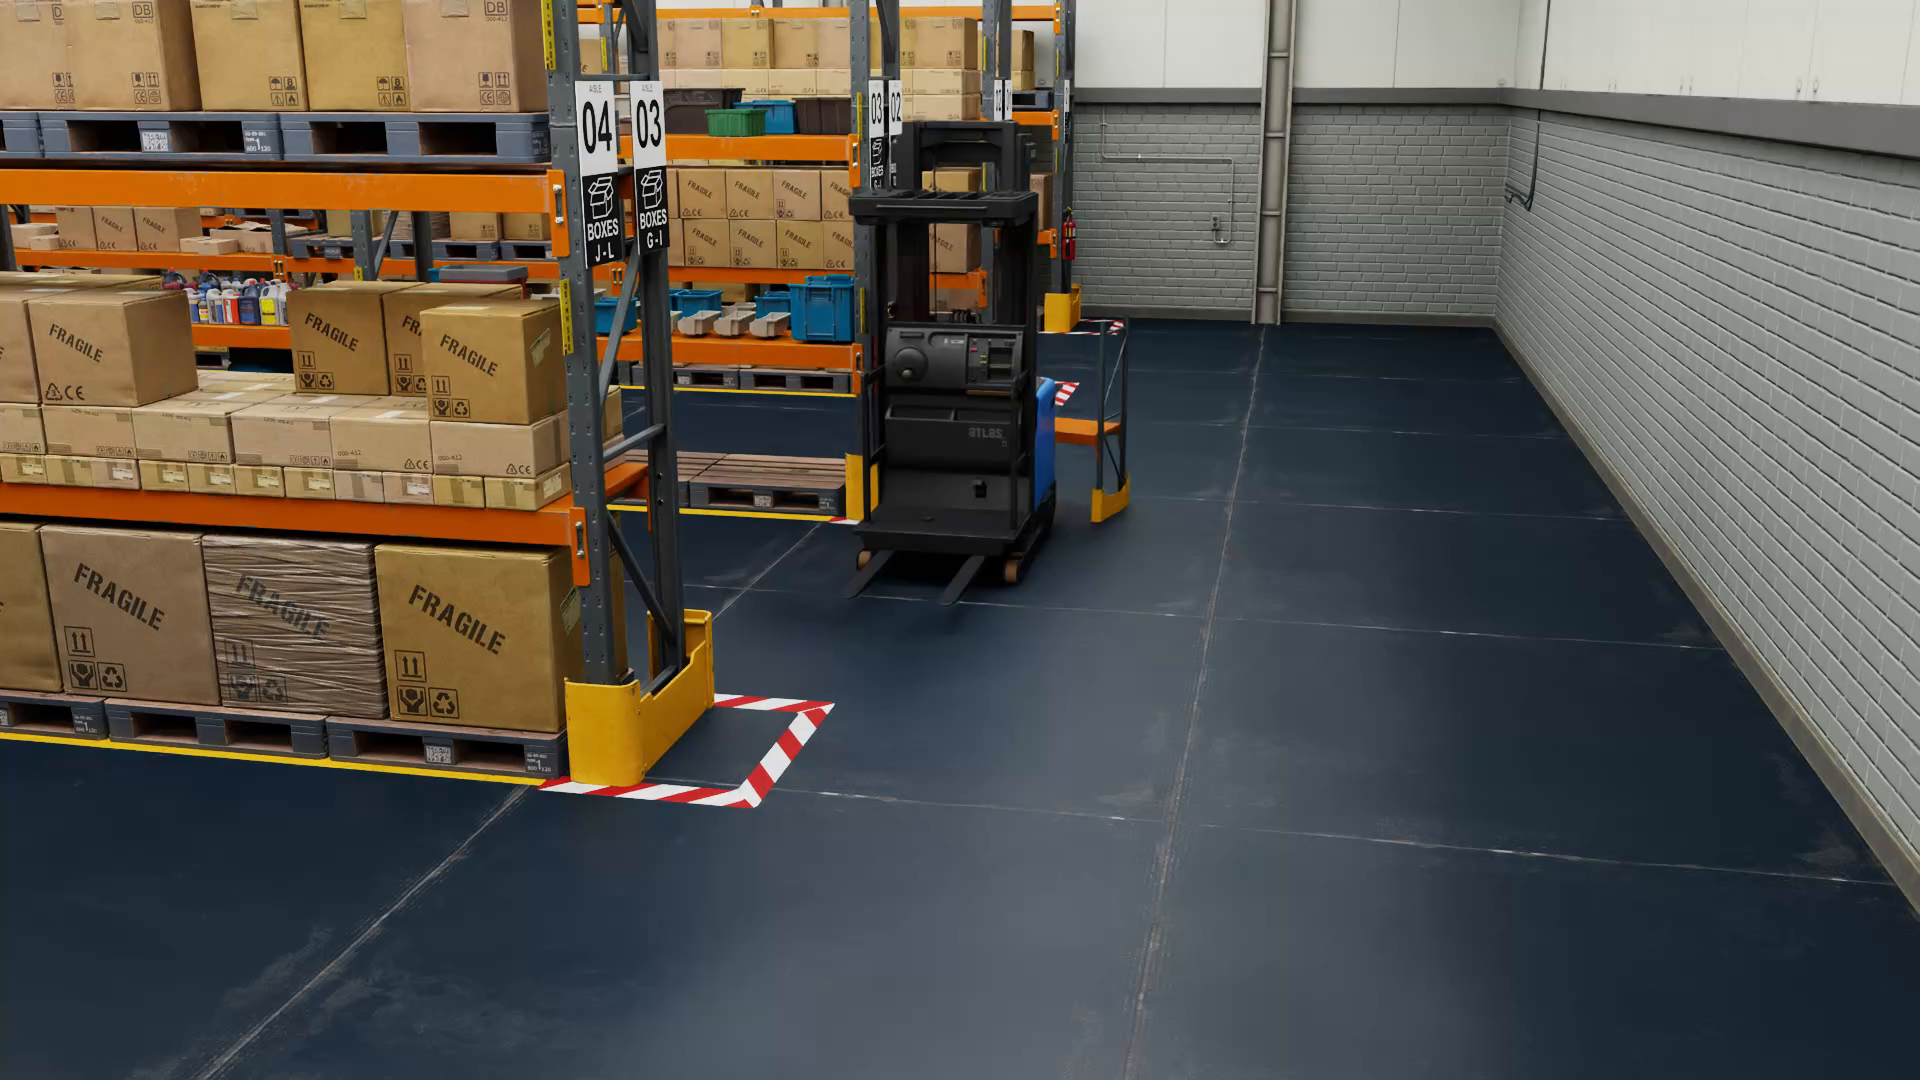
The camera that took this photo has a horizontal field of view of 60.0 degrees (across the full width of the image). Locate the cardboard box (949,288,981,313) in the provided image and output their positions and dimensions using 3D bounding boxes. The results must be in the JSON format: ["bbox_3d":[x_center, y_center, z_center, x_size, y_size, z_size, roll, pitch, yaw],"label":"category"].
[{"bbox_3d":[0.164,-3.368,22.429,0.500,0.500,0.700,3,16,11],"label":"cardboard box"}]

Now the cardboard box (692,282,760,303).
[{"bbox_3d":[-3.222,-3.713,23.016,0.750,0.750,0.750,3,16,12],"label":"cardboard box"}]

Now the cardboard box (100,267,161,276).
[{"bbox_3d":[-12.391,-4.049,24.848,0.500,0.500,0.700,2,16,8],"label":"cardboard box"}]

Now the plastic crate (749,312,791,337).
[{"bbox_3d":[-1.449,-1.639,12.672,0.243,0.136,0.396,3,16,11],"label":"plastic crate"}]

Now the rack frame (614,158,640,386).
[{"bbox_3d":[-3.543,-3.250,18.105,0.127,3.000,1.000,3,16,11],"label":"rack frame"}]

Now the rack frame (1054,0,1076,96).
[{"bbox_3d":[1.360,-7.224,21.214,0.127,3.000,1.000,3,16,11],"label":"rack frame"}]

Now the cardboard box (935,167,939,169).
[{"bbox_3d":[-0.519,-3.685,17.617,0.500,0.500,0.500,3,16,12],"label":"cardboard box"}]

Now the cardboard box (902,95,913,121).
[{"bbox_3d":[-0.667,-4.398,16.912,0.500,0.250,0.500,3,16,11],"label":"cardboard box"}]

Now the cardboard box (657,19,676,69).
[{"bbox_3d":[-3.059,-5.209,17.500,0.500,0.500,0.700,3,16,11],"label":"cardboard box"}]

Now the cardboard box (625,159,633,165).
[{"bbox_3d":[-4.567,-5.150,22.778,0.500,0.250,0.500,3,16,10],"label":"cardboard box"}]

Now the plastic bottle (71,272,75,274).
[{"bbox_3d":[-7.746,-2.188,14.492,0.133,0.283,0.061,3,16,11],"label":"plastic bottle"}]

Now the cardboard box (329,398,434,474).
[{"bbox_3d":[-2.626,-0.500,7.903,0.500,0.250,0.500,3,16,10],"label":"cardboard box"}]

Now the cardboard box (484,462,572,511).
[{"bbox_3d":[-2.015,-0.257,7.773,0.250,0.149,0.380,3,16,12],"label":"cardboard box"}]

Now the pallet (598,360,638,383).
[{"bbox_3d":[-4.347,-1.939,18.597,1.213,0.211,1.003,3,16,11],"label":"pallet"}]

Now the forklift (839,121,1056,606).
[{"bbox_3d":[-0.082,-1.229,10.940,1.130,2.935,3.031,3,16,11],"label":"forklift"}]

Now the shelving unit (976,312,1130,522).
[{"bbox_3d":[0.709,-0.990,12.757,1.083,1.500,0.587,8,17,26],"label":"shelving unit"}]

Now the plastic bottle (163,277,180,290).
[{"bbox_3d":[-6.700,-2.092,14.145,0.133,0.283,0.061,3,16,11],"label":"plastic bottle"}]

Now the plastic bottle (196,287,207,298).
[{"bbox_3d":[-6.189,-1.928,13.574,0.097,0.271,0.097,0,15,0],"label":"plastic bottle"}]

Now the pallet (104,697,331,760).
[{"bbox_3d":[-3.592,0.811,8.670,1.213,0.211,1.003,3,16,11],"label":"pallet"}]

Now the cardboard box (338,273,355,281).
[{"bbox_3d":[-8.666,-3.892,24.281,0.500,0.500,0.700,3,16,12],"label":"cardboard box"}]

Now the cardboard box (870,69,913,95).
[{"bbox_3d":[-0.667,-4.638,16.843,0.500,0.250,0.500,3,16,11],"label":"cardboard box"}]

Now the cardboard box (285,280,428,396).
[{"bbox_3d":[-3.016,-1.027,8.399,0.500,0.500,0.500,3,16,10],"label":"cardboard box"}]

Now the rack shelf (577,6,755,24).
[{"bbox_3d":[-4.519,-7.004,22.516,4.000,0.370,1.077,3,16,11],"label":"rack shelf"}]

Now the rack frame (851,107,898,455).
[{"bbox_3d":[-0.614,-1.741,12.659,0.127,3.000,1.000,3,16,11],"label":"rack frame"}]

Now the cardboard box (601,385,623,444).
[{"bbox_3d":[-2.017,-0.613,8.309,0.500,0.250,0.500,3,16,10],"label":"cardboard box"}]

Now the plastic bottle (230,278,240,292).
[{"bbox_3d":[-6.154,-2.091,14.164,0.097,0.271,0.097,0,15,0],"label":"plastic bottle"}]

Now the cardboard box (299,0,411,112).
[{"bbox_3d":[-2.648,-2.265,7.770,0.500,0.500,0.700,3,16,9],"label":"cardboard box"}]

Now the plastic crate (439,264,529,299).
[{"bbox_3d":[-3.709,-1.901,13.003,0.583,0.464,0.402,3,16,11],"label":"plastic crate"}]

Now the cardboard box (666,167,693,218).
[{"bbox_3d":[-3.137,-3.681,17.602,0.500,0.500,0.500,4,16,13],"label":"cardboard box"}]

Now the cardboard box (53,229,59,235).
[{"bbox_3d":[-10.484,-3.612,19.663,0.258,0.266,0.396,3,16,10],"label":"cardboard box"}]

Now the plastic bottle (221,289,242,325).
[{"bbox_3d":[-5.836,-1.877,13.381,0.135,0.276,0.152,3,16,11],"label":"plastic bottle"}]

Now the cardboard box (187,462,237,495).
[{"bbox_3d":[-3.513,-0.339,8.067,0.250,0.149,0.380,3,16,12],"label":"cardboard box"}]

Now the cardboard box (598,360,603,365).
[{"bbox_3d":[-4.084,-2.208,18.204,0.500,0.500,0.500,3,16,11],"label":"cardboard box"}]

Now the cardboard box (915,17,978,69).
[{"bbox_3d":[-0.130,-5.036,16.872,0.500,0.500,0.700,3,16,11],"label":"cardboard box"}]

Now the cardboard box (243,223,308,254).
[{"bbox_3d":[-7.810,-3.450,18.996,0.500,0.311,0.500,4,16,15],"label":"cardboard box"}]

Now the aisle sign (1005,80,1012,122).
[{"bbox_3d":[0.502,-4.363,17.254,0.004,0.787,0.394,3,16,11],"label":"aisle sign"}]

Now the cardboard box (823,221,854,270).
[{"bbox_3d":[-1.113,-3.092,17.349,0.500,0.500,0.500,3,16,12],"label":"cardboard box"}]

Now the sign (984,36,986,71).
[{"bbox_3d":[0.247,-4.765,16.298,0.005,0.325,0.100,3,16,11],"label":"sign"}]

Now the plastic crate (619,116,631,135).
[{"bbox_3d":[-2.688,-3.105,12.457,0.530,0.136,0.437,3,16,11],"label":"plastic crate"}]

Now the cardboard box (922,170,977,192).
[{"bbox_3d":[-0.114,-3.519,17.015,0.500,0.500,0.500,3,16,11],"label":"cardboard box"}]

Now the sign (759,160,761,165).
[{"bbox_3d":[-2.658,-4.923,22.125,0.005,0.325,0.100,3,16,11],"label":"sign"}]

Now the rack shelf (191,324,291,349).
[{"bbox_3d":[-6.493,-1.714,13.908,4.000,0.370,1.077,3,16,11],"label":"rack shelf"}]

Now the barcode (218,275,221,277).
[{"bbox_3d":[-11.172,-3.967,25.079,0.075,0.075,0.001,3,16,11],"label":"barcode"}]

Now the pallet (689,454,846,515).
[{"bbox_3d":[-1.414,-0.452,13.227,1.213,0.211,1.003,3,16,11],"label":"pallet"}]

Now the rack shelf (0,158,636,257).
[{"bbox_3d":[-3.561,-1.651,8.062,4.000,0.370,1.077,3,16,11],"label":"rack shelf"}]

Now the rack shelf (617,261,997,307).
[{"bbox_3d":[-1.583,-2.797,17.817,4.000,0.370,1.077,3,16,11],"label":"rack shelf"}]

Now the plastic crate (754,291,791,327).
[{"bbox_3d":[-1.435,-1.824,13.158,0.300,0.233,0.416,3,16,11],"label":"plastic crate"}]

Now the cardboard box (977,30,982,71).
[{"bbox_3d":[0.101,-6.315,21.455,0.500,0.500,0.500,4,16,13],"label":"cardboard box"}]

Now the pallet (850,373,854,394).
[{"bbox_3d":[-0.479,-1.739,17.876,1.213,0.211,1.003,3,16,11],"label":"pallet"}]
